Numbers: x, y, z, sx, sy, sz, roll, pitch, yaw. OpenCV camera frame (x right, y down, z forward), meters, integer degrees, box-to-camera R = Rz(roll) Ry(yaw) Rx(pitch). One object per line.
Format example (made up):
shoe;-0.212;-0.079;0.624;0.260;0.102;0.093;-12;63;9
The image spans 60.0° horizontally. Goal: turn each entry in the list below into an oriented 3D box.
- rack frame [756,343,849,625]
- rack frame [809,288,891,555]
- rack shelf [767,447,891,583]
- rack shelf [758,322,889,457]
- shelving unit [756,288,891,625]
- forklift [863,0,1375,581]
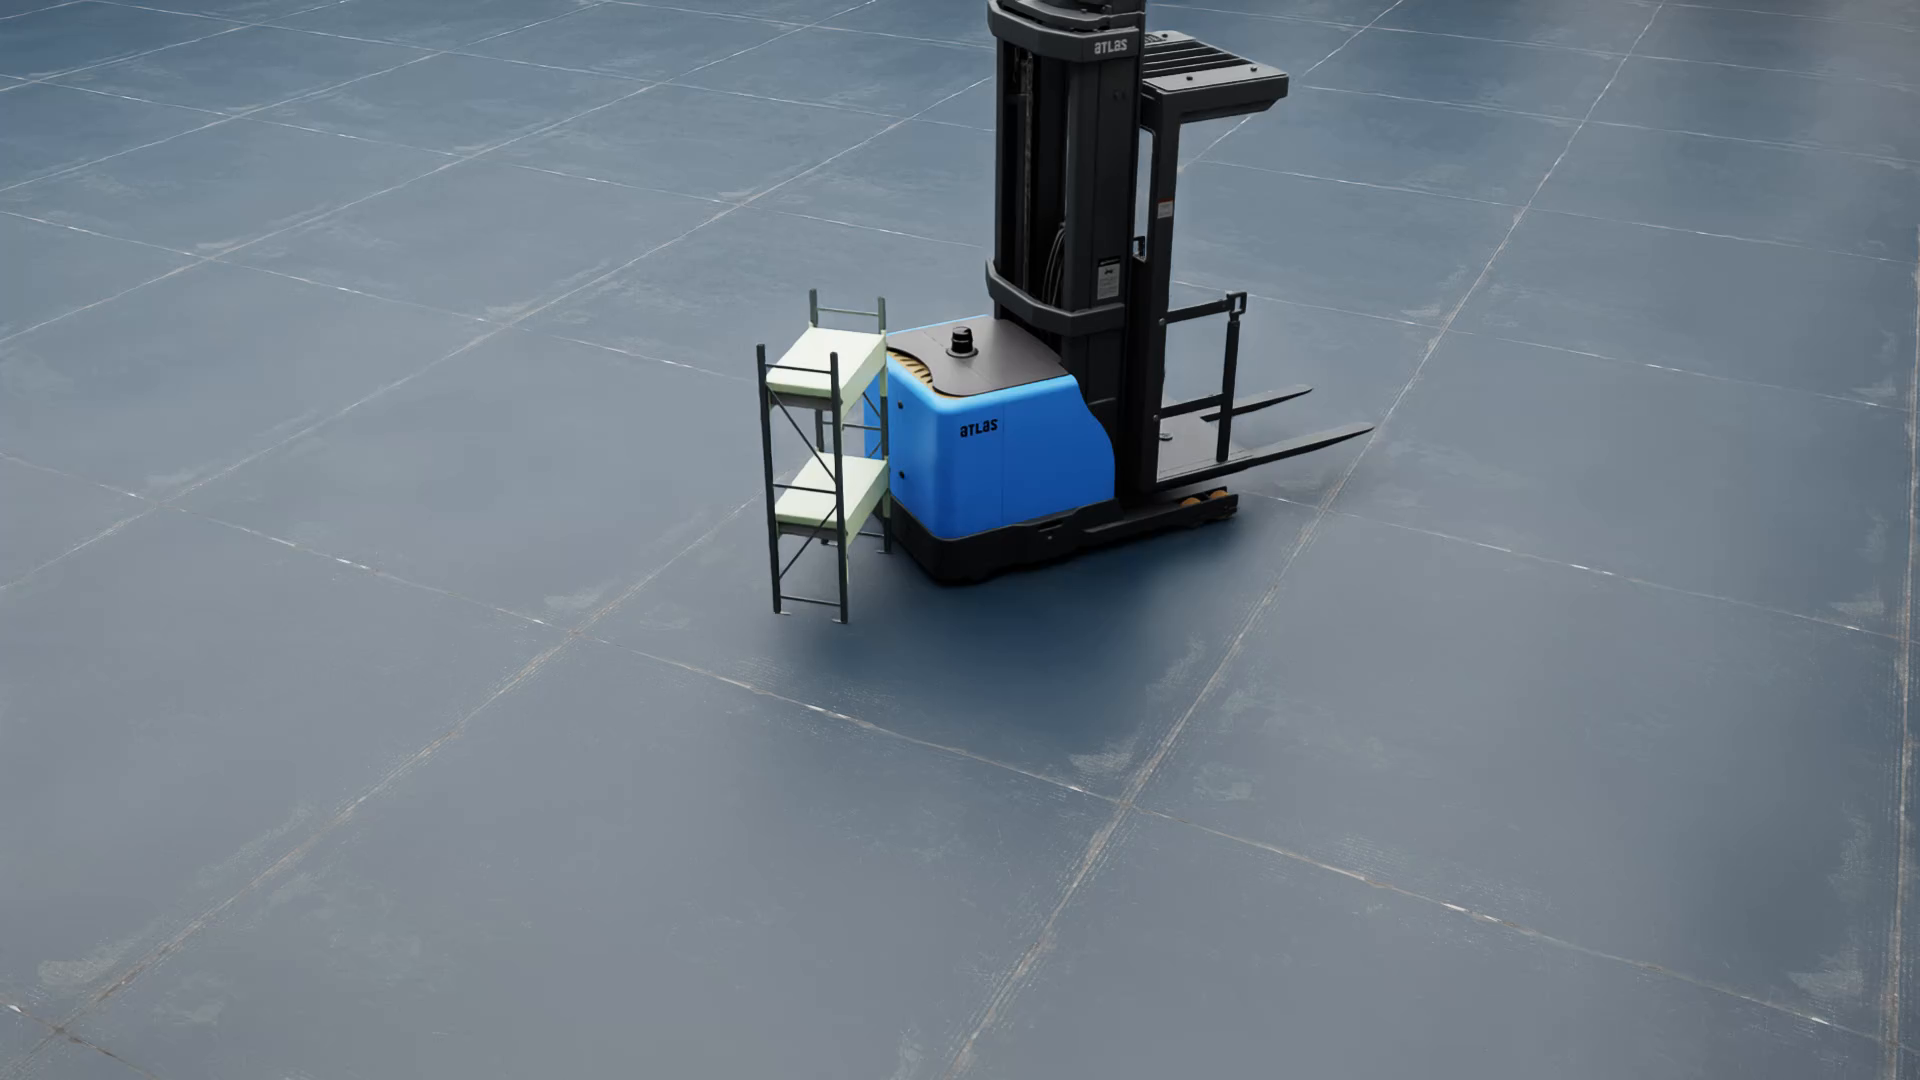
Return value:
rack frame;-0.766;-0.248;8.176;0.400;1.500;0.023;8;31;13
rack frame;-0.572;-0.600;8.788;0.400;1.500;0.023;8;31;13
rack shelf;-0.669;-0.141;8.645;0.431;0.370;0.720;8;31;13
rack shelf;-0.669;-0.762;8.288;0.431;0.370;0.720;8;31;13
shelving unit;-0.669;-0.424;8.482;0.431;1.500;0.755;8;31;13
forklift;1.001;-1.559;9.021;3.031;2.935;1.130;-14;33;-24
